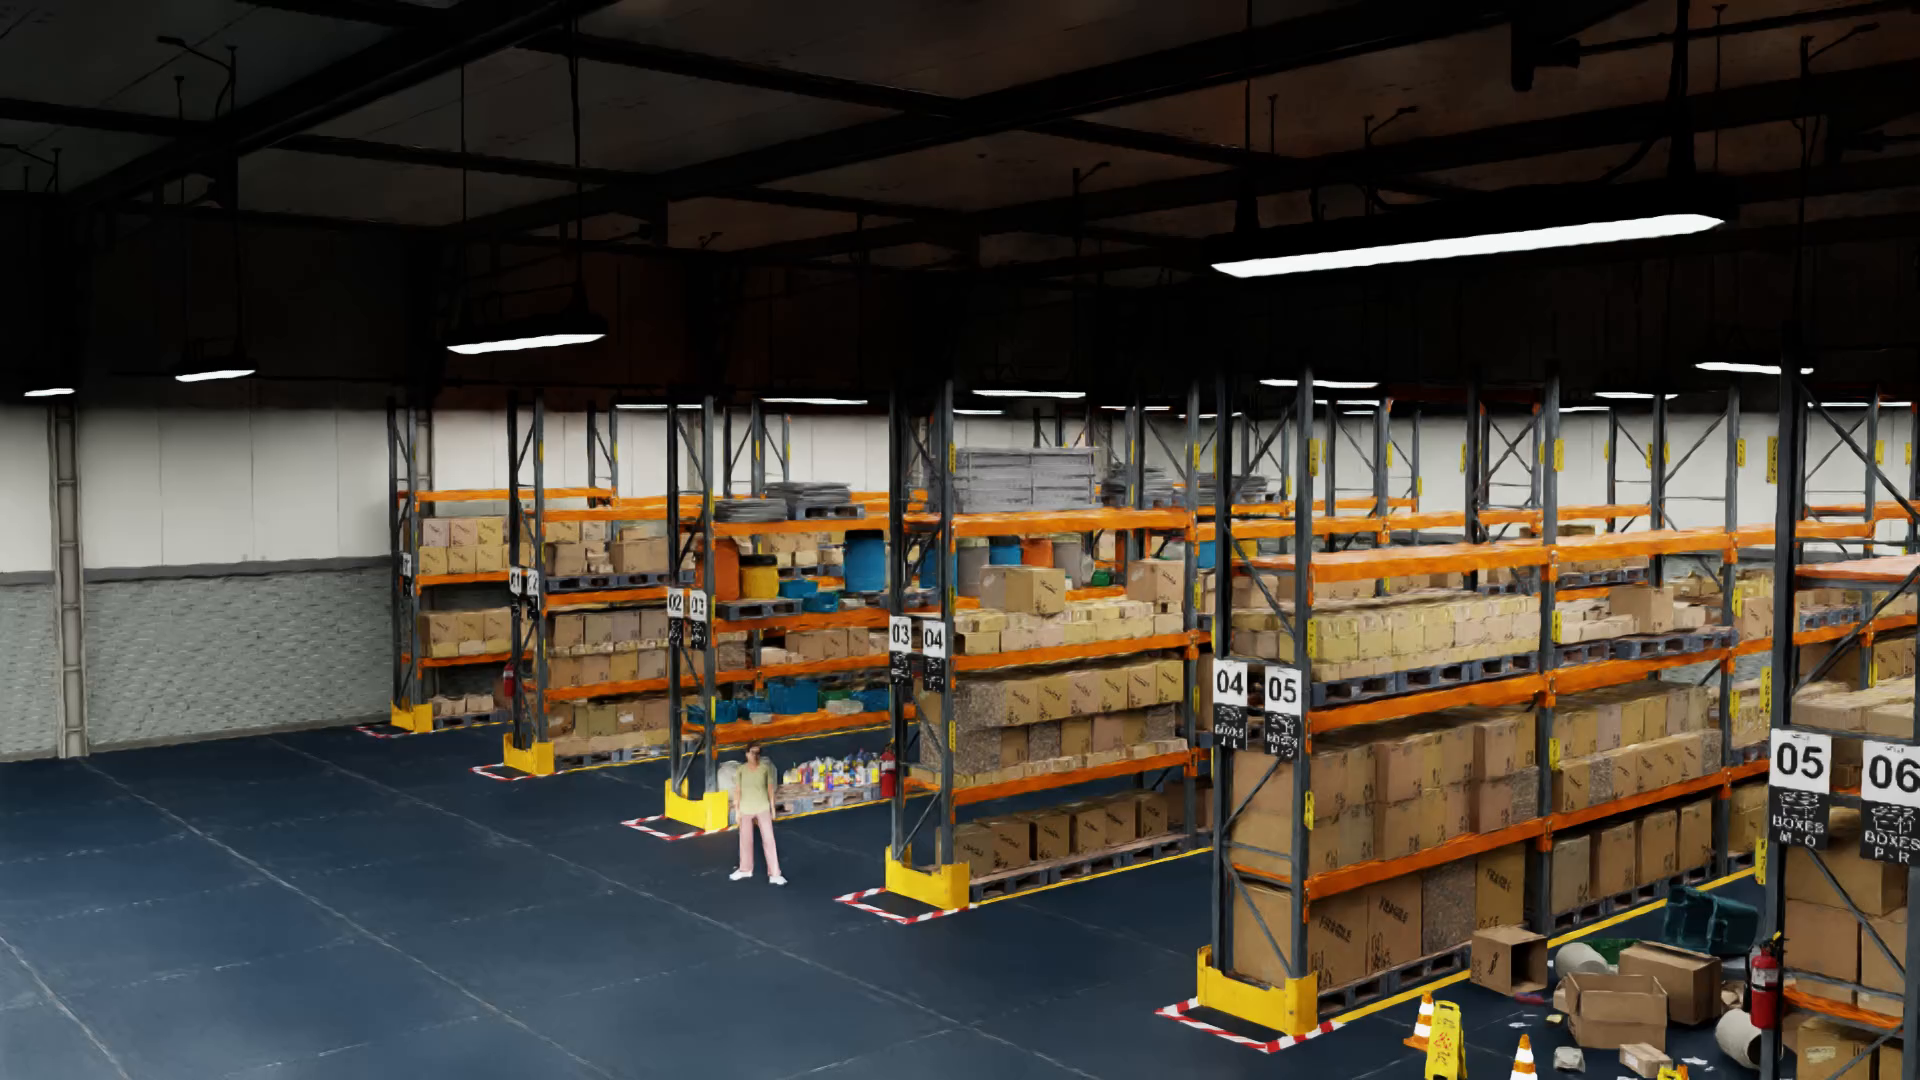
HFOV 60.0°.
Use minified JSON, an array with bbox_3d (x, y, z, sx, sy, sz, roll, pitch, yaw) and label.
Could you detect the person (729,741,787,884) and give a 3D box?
[{"bbox_3d":[-2.373,3.181,19.496,0.690,1.661,0.562,0,3,-4],"label":"person"}]
